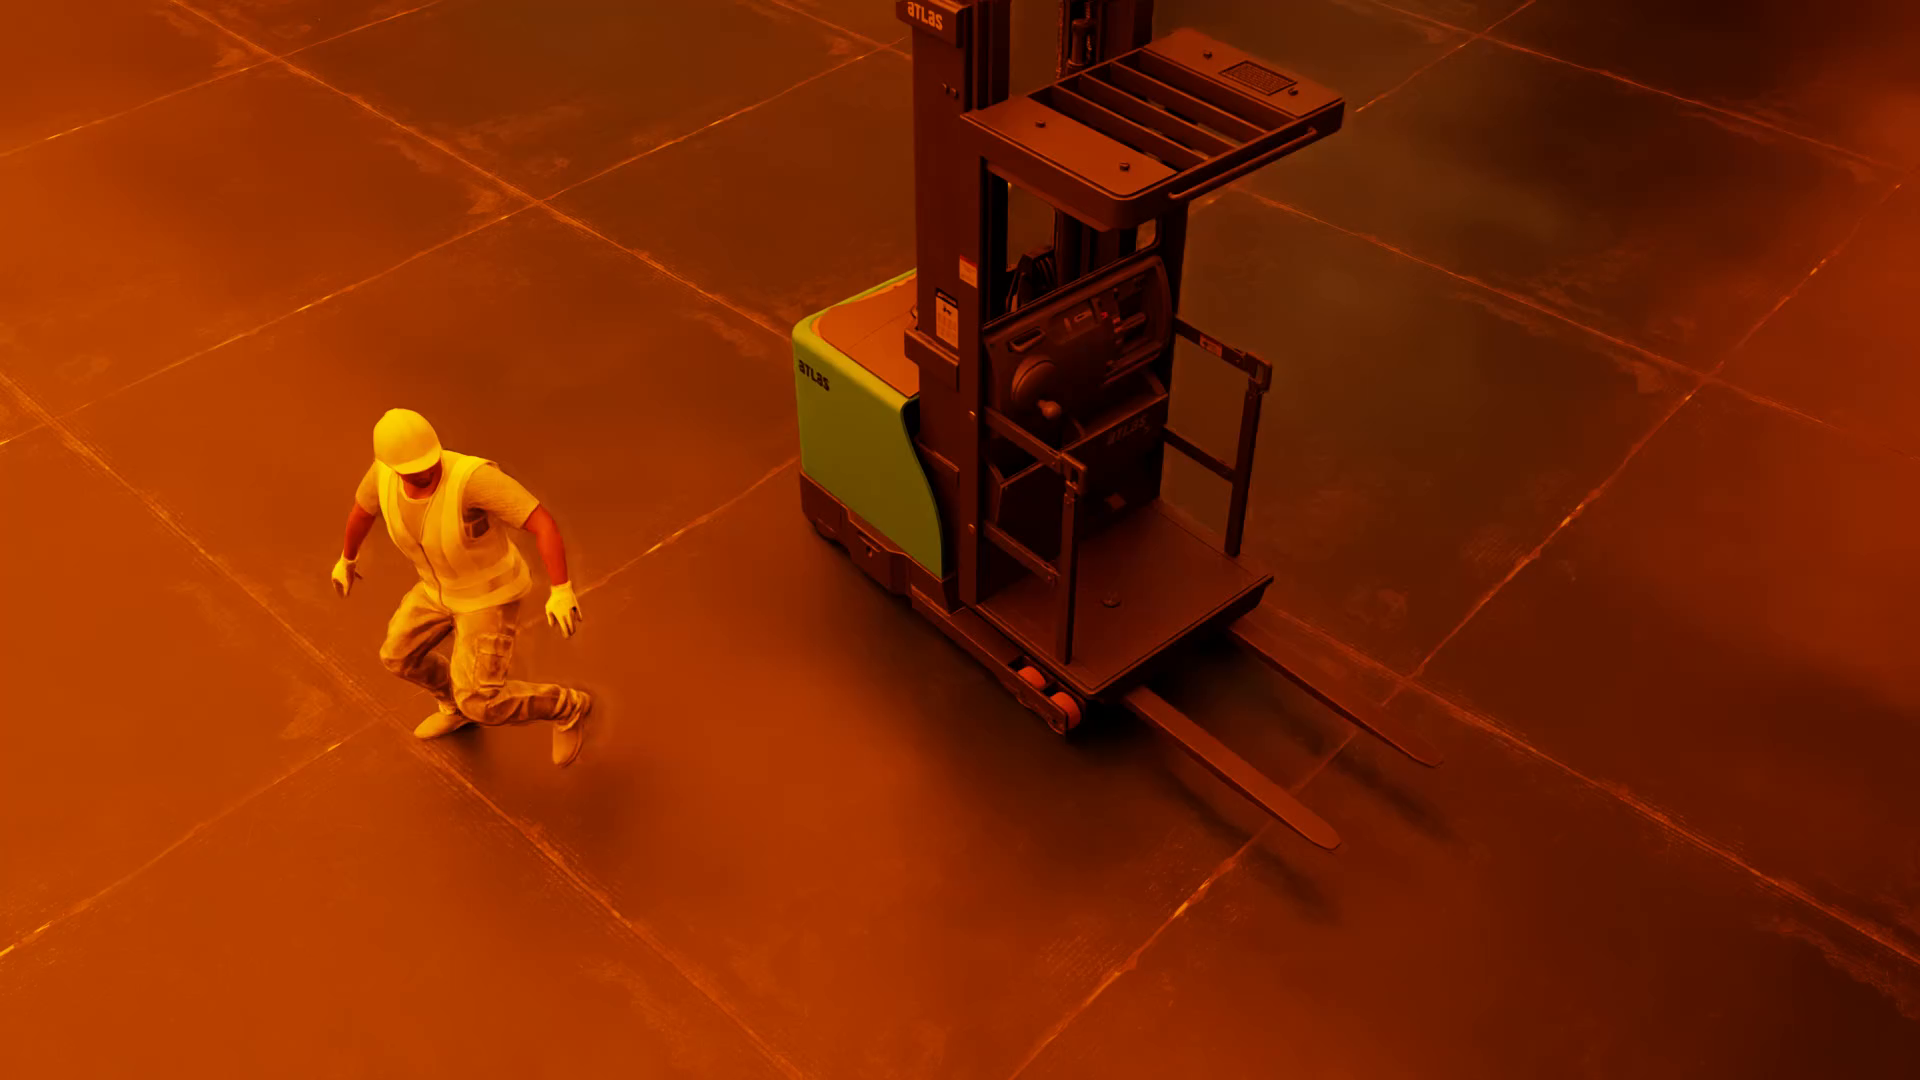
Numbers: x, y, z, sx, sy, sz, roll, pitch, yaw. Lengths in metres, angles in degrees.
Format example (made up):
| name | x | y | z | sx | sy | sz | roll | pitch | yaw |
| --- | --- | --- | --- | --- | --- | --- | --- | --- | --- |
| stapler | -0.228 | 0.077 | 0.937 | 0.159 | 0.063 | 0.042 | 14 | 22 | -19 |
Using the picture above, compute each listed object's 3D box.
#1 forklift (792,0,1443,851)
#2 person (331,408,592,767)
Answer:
| name | x | y | z | sx | sy | sz | roll | pitch | yaw |
| --- | --- | --- | --- | --- | --- | --- | --- | --- | --- |
| forklift | 0.606 | -0.704 | 6.249 | 1.130 | 2.935 | 3.031 | -29 | 49 | -30 |
| person | -1.897 | 0.190 | 6.218 | 1.033 | 1.659 | 0.520 | 25 | 47 | 26 |
